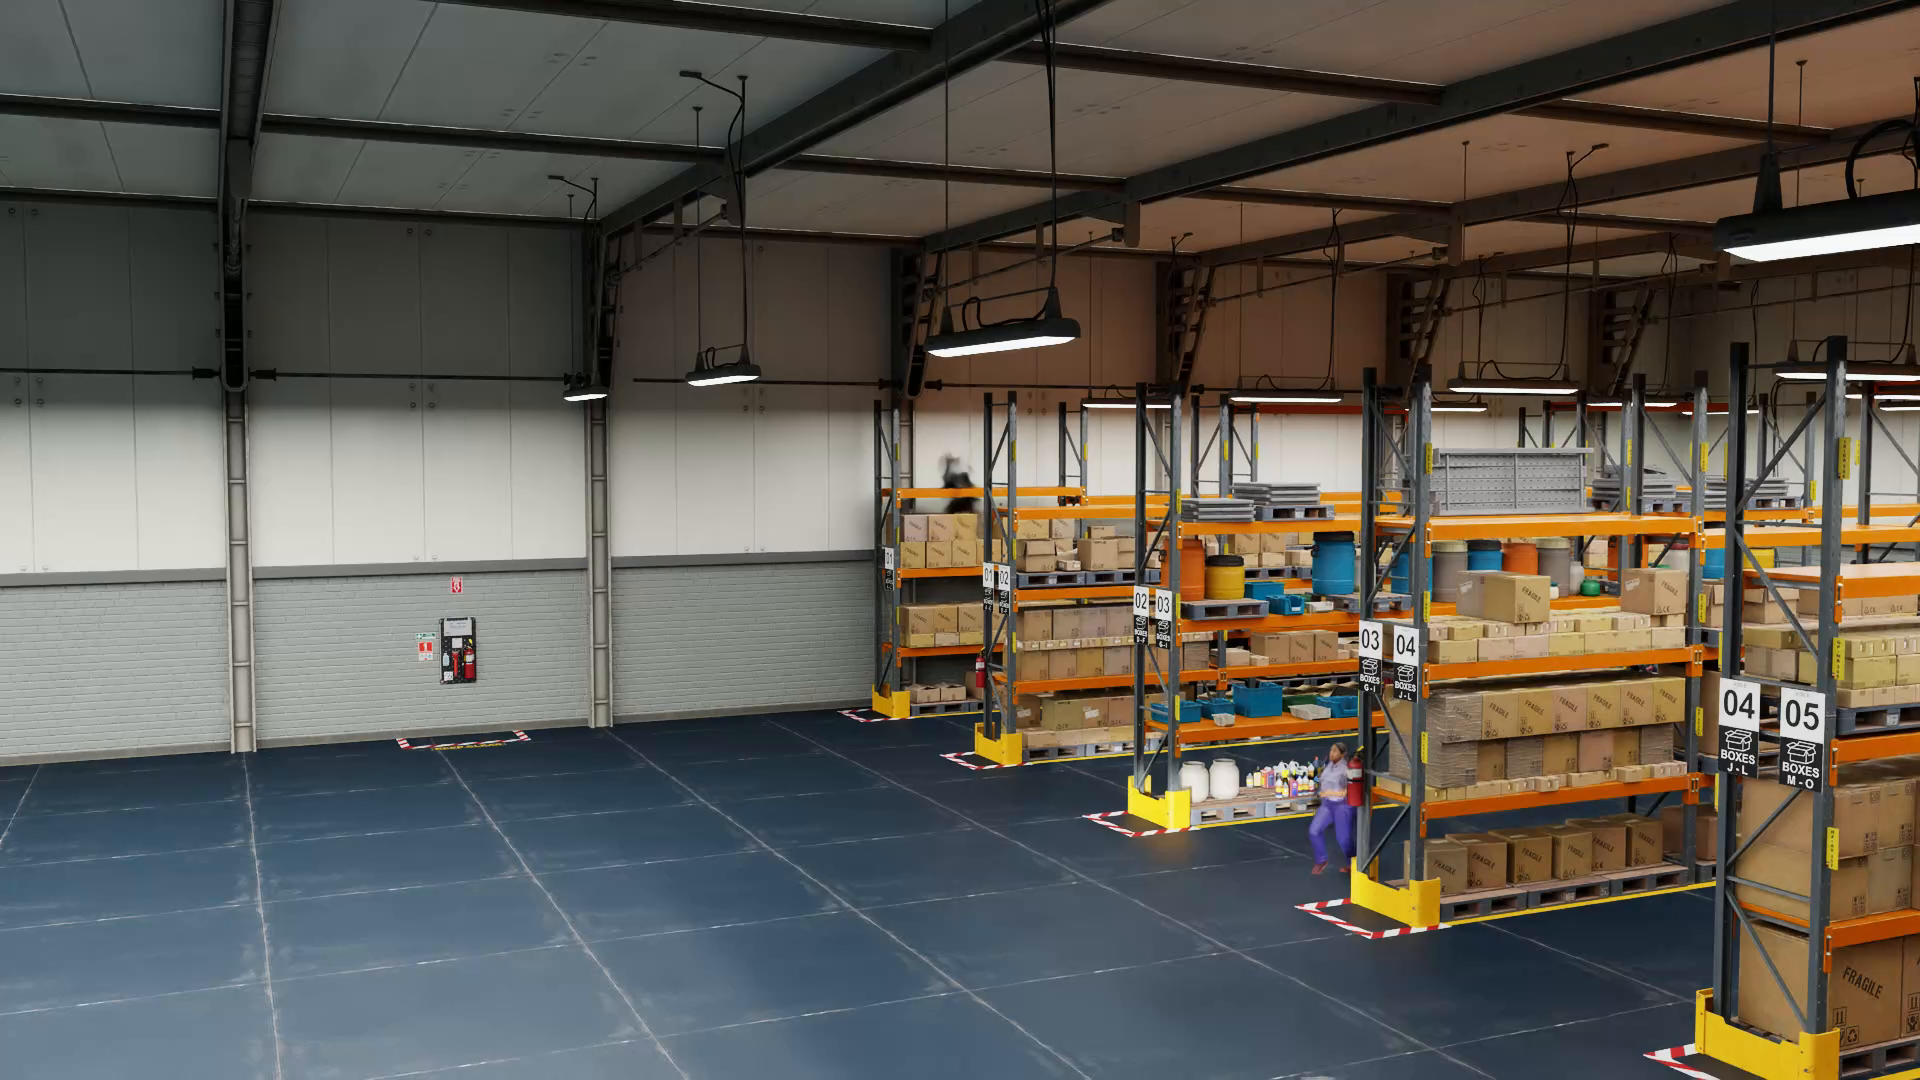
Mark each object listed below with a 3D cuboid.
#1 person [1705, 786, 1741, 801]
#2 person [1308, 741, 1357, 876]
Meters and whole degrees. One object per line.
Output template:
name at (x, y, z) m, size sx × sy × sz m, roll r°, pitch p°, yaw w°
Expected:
person at (10.382, 2.979, 22.763) m, size 0.579 × 1.723 × 0.698 m, roll -2°, pitch 4°, yaw -26°
person at (4.494, 3.221, 19.748) m, size 0.697 × 1.684 × 0.603 m, roll -2°, pitch 4°, yaw -31°
